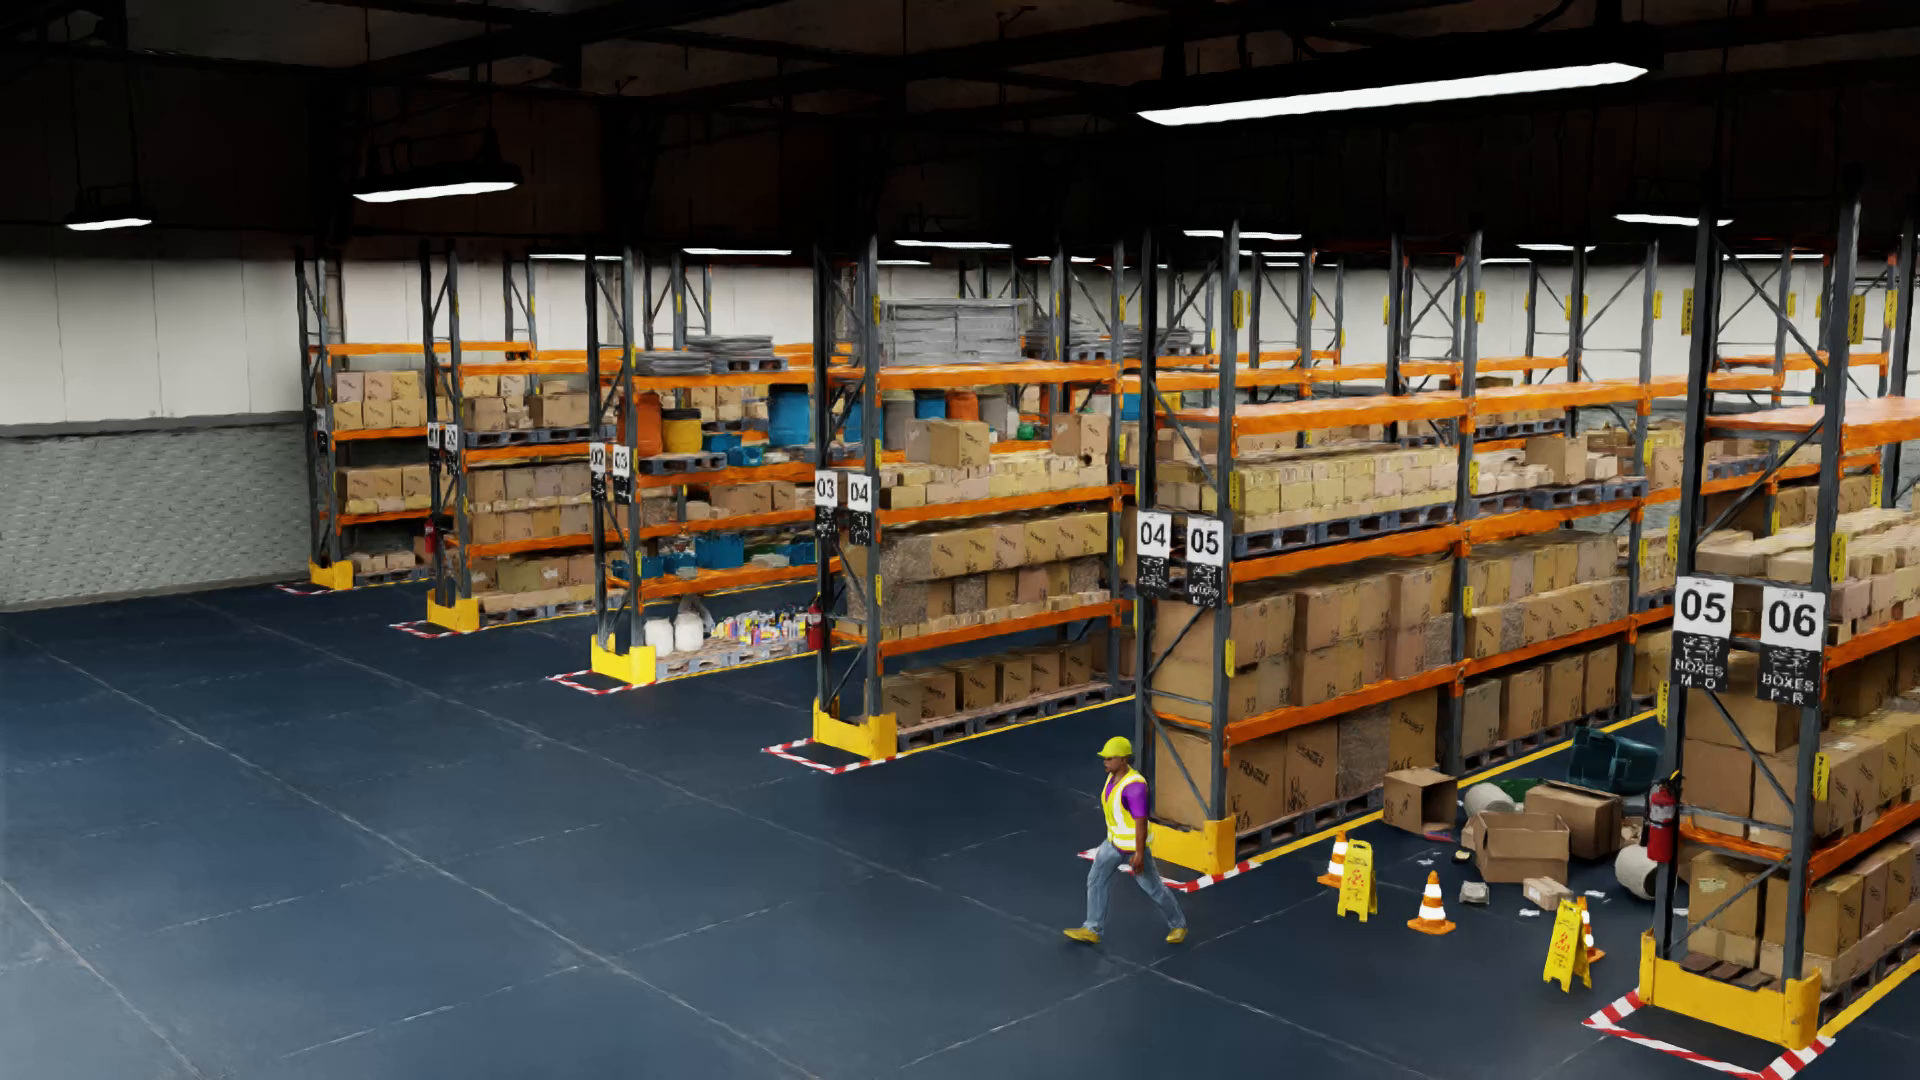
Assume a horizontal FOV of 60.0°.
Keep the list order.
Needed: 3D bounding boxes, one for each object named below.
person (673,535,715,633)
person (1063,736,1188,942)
[{"bbox_3d":[-4.133,0.689,25.122,1.088,1.589,0.456,-7,11,-40],"label":"person"},{"bbox_3d":[1.351,2.399,13.262,0.972,1.715,0.617,-3,9,-21],"label":"person"}]
